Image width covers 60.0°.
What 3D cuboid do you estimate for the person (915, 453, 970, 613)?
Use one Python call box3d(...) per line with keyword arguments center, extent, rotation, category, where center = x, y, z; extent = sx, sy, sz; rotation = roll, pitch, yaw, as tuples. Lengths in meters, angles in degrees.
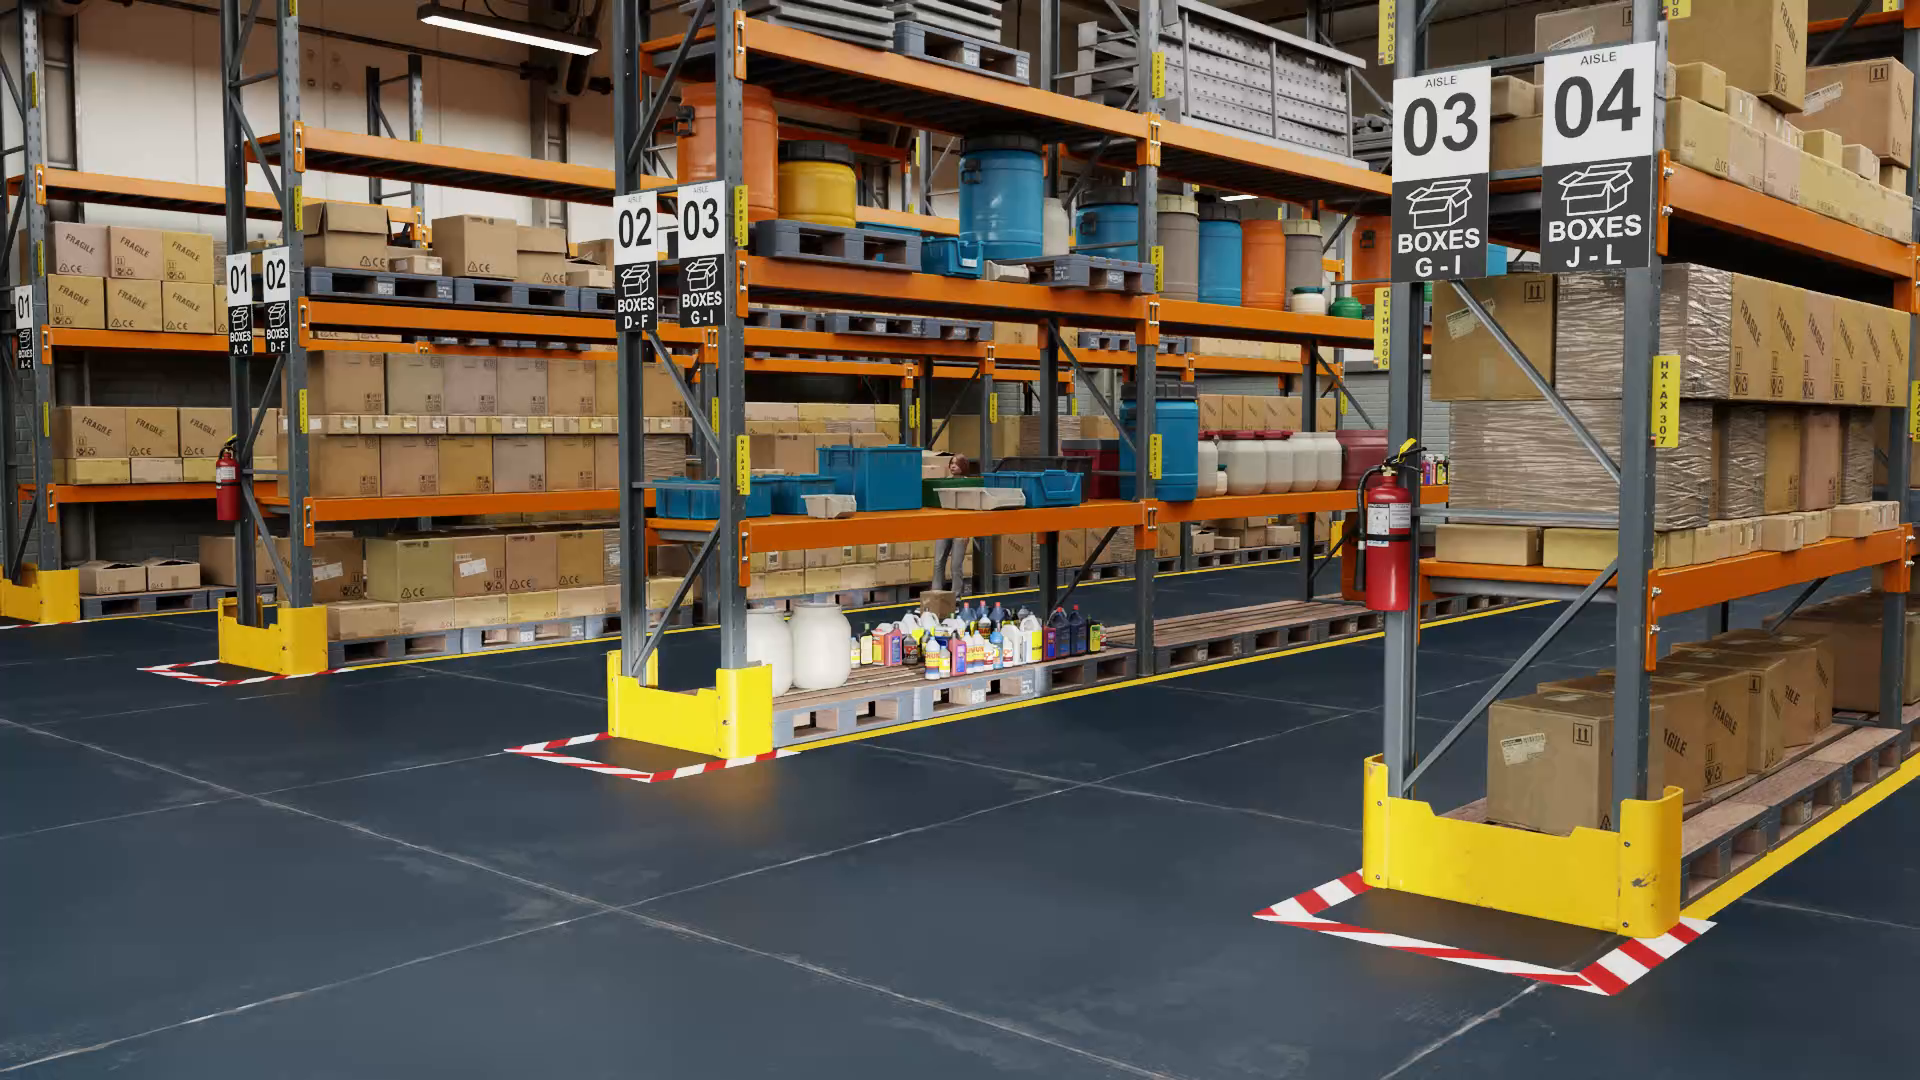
box3d(center=(-0.121, -0.057, 16.461), extent=(0.521, 1.600, 0.472), rotation=(3, 5, 42), category="person")
